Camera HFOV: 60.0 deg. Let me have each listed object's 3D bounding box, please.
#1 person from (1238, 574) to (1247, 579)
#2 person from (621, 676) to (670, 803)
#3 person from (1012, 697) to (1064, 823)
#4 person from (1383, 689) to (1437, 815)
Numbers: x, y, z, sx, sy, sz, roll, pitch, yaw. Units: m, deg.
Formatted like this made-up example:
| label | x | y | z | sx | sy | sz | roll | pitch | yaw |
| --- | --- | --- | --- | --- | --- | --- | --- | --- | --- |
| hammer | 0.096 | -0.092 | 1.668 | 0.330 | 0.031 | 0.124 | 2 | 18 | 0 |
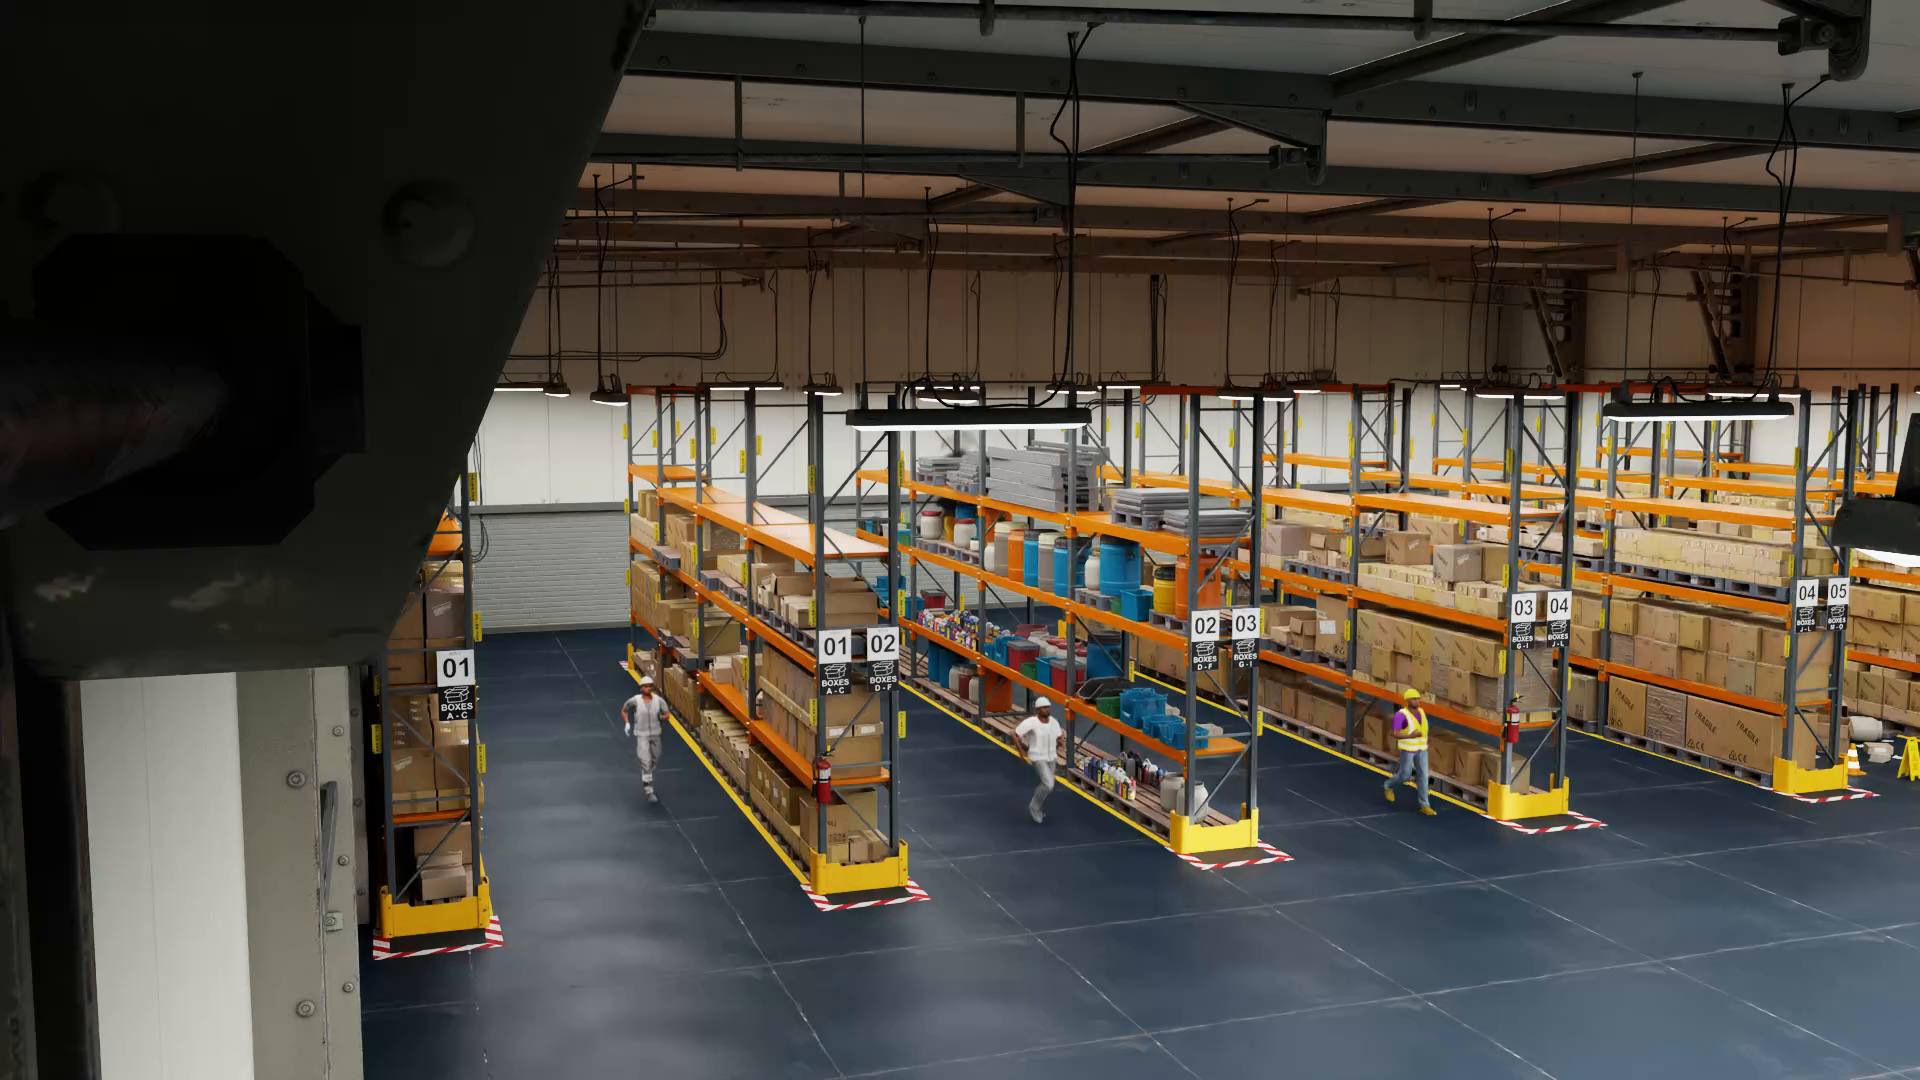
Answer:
| label | x | y | z | sx | sy | sz | roll | pitch | yaw |
| --- | --- | --- | --- | --- | --- | --- | --- | --- | --- |
| person | 6.409 | 1.599 | 37.954 | 0.612 | 1.692 | 0.637 | -1 | 6 | -10 |
| person | -4.595 | 2.886 | 24.471 | 0.662 | 1.773 | 1.002 | -3 | 7 | -28 |
| person | 1.169 | 3.065 | 23.168 | 0.676 | 1.754 | 0.681 | -5 | 7 | -38 |
| person | 6.452 | 2.991 | 23.744 | 0.712 | 1.744 | 0.961 | -3 | 6 | -24 |
